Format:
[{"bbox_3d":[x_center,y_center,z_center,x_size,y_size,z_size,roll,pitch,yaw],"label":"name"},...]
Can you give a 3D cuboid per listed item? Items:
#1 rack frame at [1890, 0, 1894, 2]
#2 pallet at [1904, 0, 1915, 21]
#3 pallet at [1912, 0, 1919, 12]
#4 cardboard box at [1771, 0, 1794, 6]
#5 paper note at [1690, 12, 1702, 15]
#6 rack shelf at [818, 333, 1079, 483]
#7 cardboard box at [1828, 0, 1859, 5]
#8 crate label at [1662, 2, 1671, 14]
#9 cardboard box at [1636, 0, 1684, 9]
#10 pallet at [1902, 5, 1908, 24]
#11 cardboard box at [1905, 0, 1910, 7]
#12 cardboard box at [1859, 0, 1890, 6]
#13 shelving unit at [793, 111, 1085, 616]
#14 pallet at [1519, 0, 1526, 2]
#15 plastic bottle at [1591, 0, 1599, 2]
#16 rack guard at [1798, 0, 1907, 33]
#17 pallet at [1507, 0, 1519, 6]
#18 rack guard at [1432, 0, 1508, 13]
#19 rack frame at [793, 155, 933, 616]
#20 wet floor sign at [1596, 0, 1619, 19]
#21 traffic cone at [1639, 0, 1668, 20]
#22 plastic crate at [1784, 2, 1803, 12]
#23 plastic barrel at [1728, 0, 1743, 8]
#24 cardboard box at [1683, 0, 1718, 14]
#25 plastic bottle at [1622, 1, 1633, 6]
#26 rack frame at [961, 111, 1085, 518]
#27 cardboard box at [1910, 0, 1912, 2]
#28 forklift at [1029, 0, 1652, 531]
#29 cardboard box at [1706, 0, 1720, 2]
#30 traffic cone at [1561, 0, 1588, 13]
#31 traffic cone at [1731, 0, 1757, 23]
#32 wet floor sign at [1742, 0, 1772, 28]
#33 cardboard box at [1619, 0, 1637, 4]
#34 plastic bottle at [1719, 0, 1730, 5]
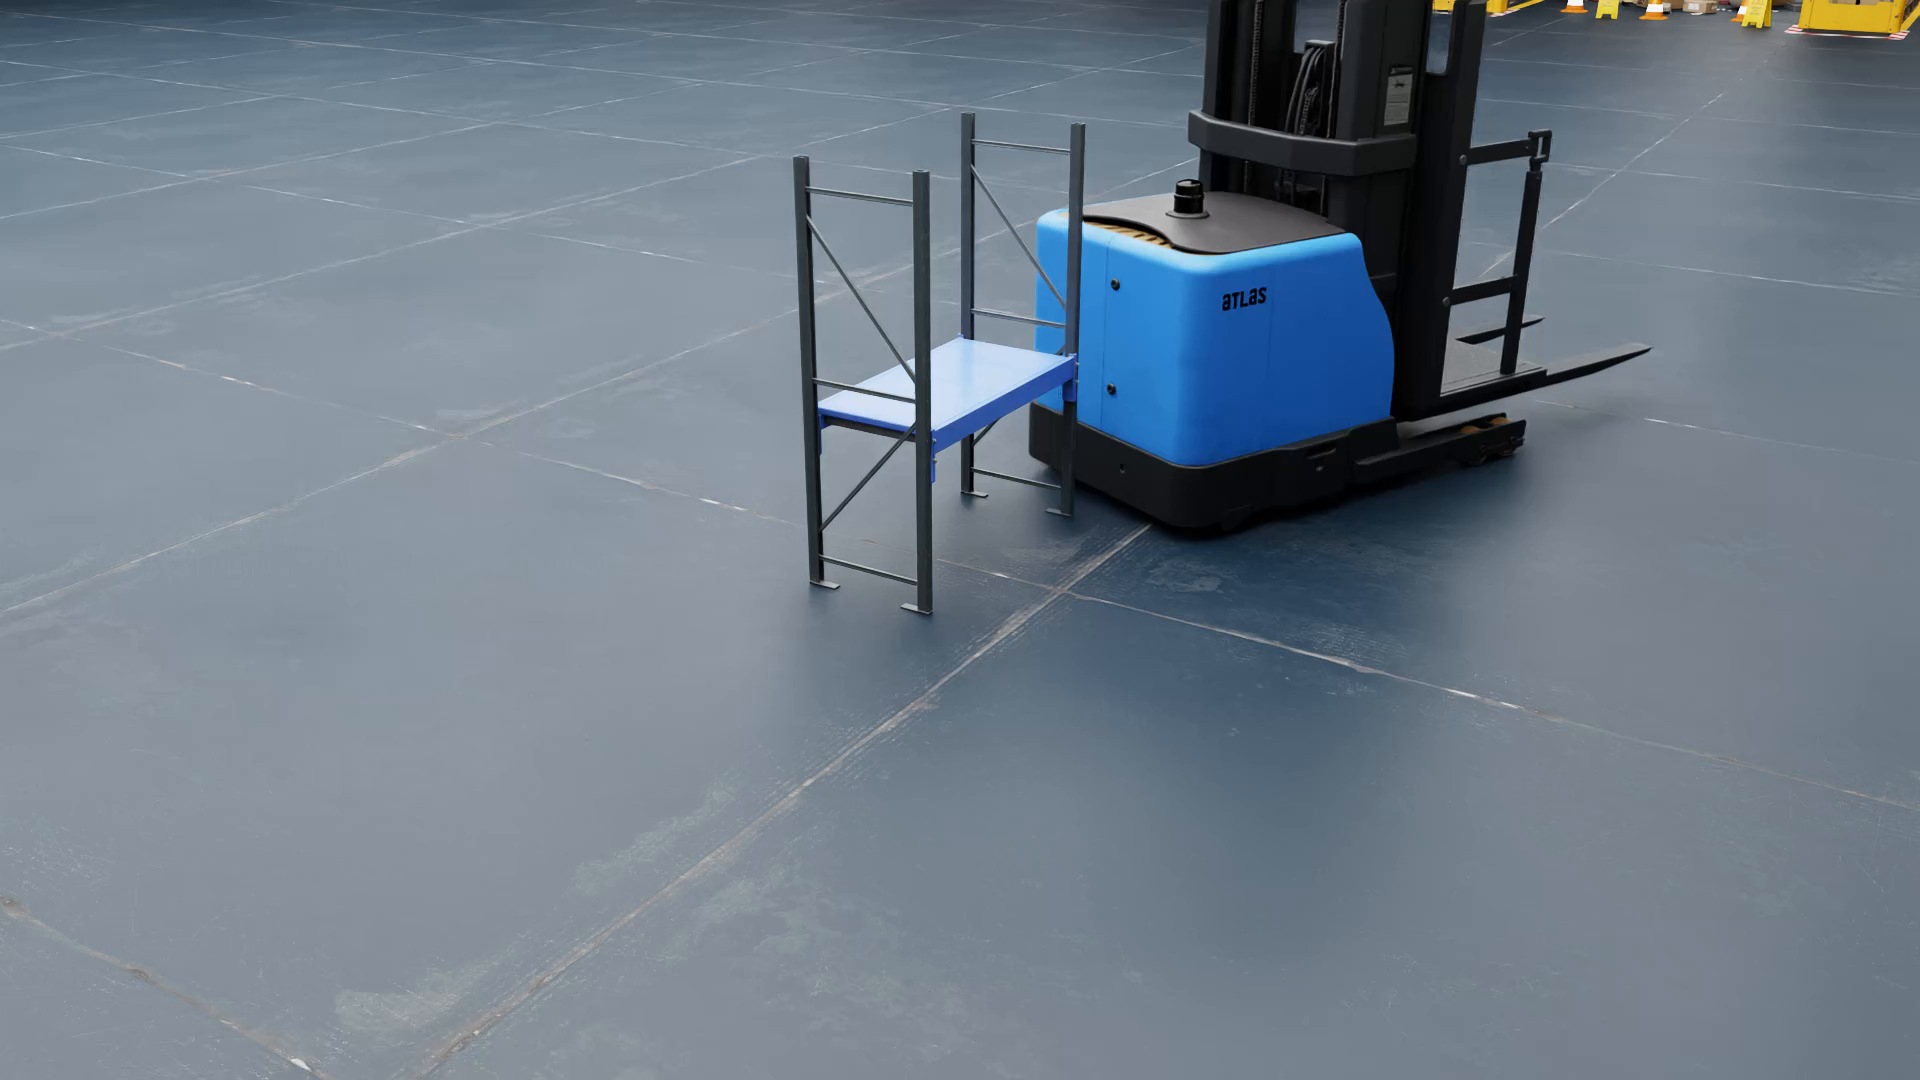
[{"bbox_3d":[11.450,-7.955,20.850,1.000,3.000,0.127,14,27,29],"label":"rack frame"},{"bbox_3d":[12.593,-7.378,23.027,1.003,0.211,1.213,14,27,29],"label":"pallet"},{"bbox_3d":[13.236,-7.791,23.982,1.003,0.211,1.213,14,27,29],"label":"pallet"},{"bbox_3d":[11.839,-8.082,24.288,0.500,0.500,0.500,-7,24,-17],"label":"cardboard box"},{"bbox_3d":[10.258,-7.329,23.140,0.148,0.019,0.142,5,24,11],"label":"paper note"},{"bbox_3d":[-0.045,-0.494,5.957,0.538,0.185,1.000,14,27,29],"label":"rack shelf"},{"bbox_3d":[11.661,-7.223,22.092,0.500,0.250,0.500,14,27,29],"label":"cardboard box"},{"bbox_3d":[9.821,-7.453,23.293,0.250,0.136,0.298,1,23,2],"label":"crate label"},{"bbox_3d":[10.226,-7.933,23.941,0.797,0.503,0.637,-3,24,-7],"label":"cardboard box"},{"bbox_3d":[11.949,-6.968,22.079,1.003,0.211,1.213,14,27,29],"label":"pallet"},{"bbox_3d":[12.386,-7.271,22.202,0.500,0.250,0.500,15,28,31],"label":"cardboard box"},{"bbox_3d":[12.111,-7.100,21.808,0.500,0.250,0.500,14,27,29],"label":"cardboard box"},{"bbox_3d":[-0.045,-0.659,5.886,0.538,1.500,1.048,14,27,29],"label":"shelving unit"},{"bbox_3d":[8.191,-8.375,25.330,1.003,0.211,1.213,14,27,29],"label":"pallet"},{"bbox_3d":[9.561,-8.054,24.777,0.283,0.061,0.133,5,24,11],"label":"plastic bottle"},{"bbox_3d":[11.490,-6.833,21.406,1.175,0.500,0.348,14,27,29],"label":"rack guard"},{"bbox_3d":[7.547,-7.965,24.382,1.003,0.211,1.213,14,27,29],"label":"pallet"},{"bbox_3d":[7.179,-7.803,23.645,1.175,0.500,0.348,14,27,29],"label":"rack guard"},{"bbox_3d":[-0.313,-0.488,5.489,0.500,1.500,0.032,14,27,29],"label":"rack frame"},{"bbox_3d":[8.859,-7.453,22.654,0.267,0.644,0.232,9,25,20],"label":"wet floor sign"},{"bbox_3d":[9.459,-7.324,22.586,0.336,0.463,0.334,14,27,29],"label":"traffic cone"},{"bbox_3d":[12.035,-7.607,23.721,0.402,0.080,0.583,5,24,11],"label":"plastic crate"},{"bbox_3d":[11.254,-7.787,23.705,0.421,0.421,0.512,-7,24,-17],"label":"plastic barrel"},{"bbox_3d":[10.425,-7.512,23.415,0.250,0.149,0.380,-12,26,-26],"label":"cardboard box"},{"bbox_3d":[9.741,-7.839,24.280,0.133,0.061,0.283,5,24,11],"label":"plastic bottle"},{"bbox_3d":[0.223,-0.831,6.282,0.500,1.500,0.032,14,27,29],"label":"rack frame"},{"bbox_3d":[12.664,-7.458,22.633,0.500,0.250,0.500,16,28,32],"label":"cardboard box"},{"bbox_3d":[1.793,-1.815,6.753,3.031,2.935,1.130,-15,28,-31],"label":"forklift"},{"bbox_3d":[11.307,-8.225,24.915,0.258,0.266,0.396,-3,24,-7],"label":"cardboard box"},{"bbox_3d":[8.678,-7.676,23.398,0.336,0.463,0.334,14,27,29],"label":"traffic cone"},{"bbox_3d":[10.581,-7.206,22.313,0.336,0.463,0.334,14,27,29],"label":"traffic cone"},{"bbox_3d":[10.441,-7.035,21.687,0.232,0.644,0.267,-17,29,-35],"label":"wet floor sign"},{"bbox_3d":[9.960,-8.087,24.597,0.396,0.266,0.258,20,30,38],"label":"cardboard box"},{"bbox_3d":[11.286,-7.914,24.454,0.133,0.061,0.283,20,30,38],"label":"plastic bottle"}]
